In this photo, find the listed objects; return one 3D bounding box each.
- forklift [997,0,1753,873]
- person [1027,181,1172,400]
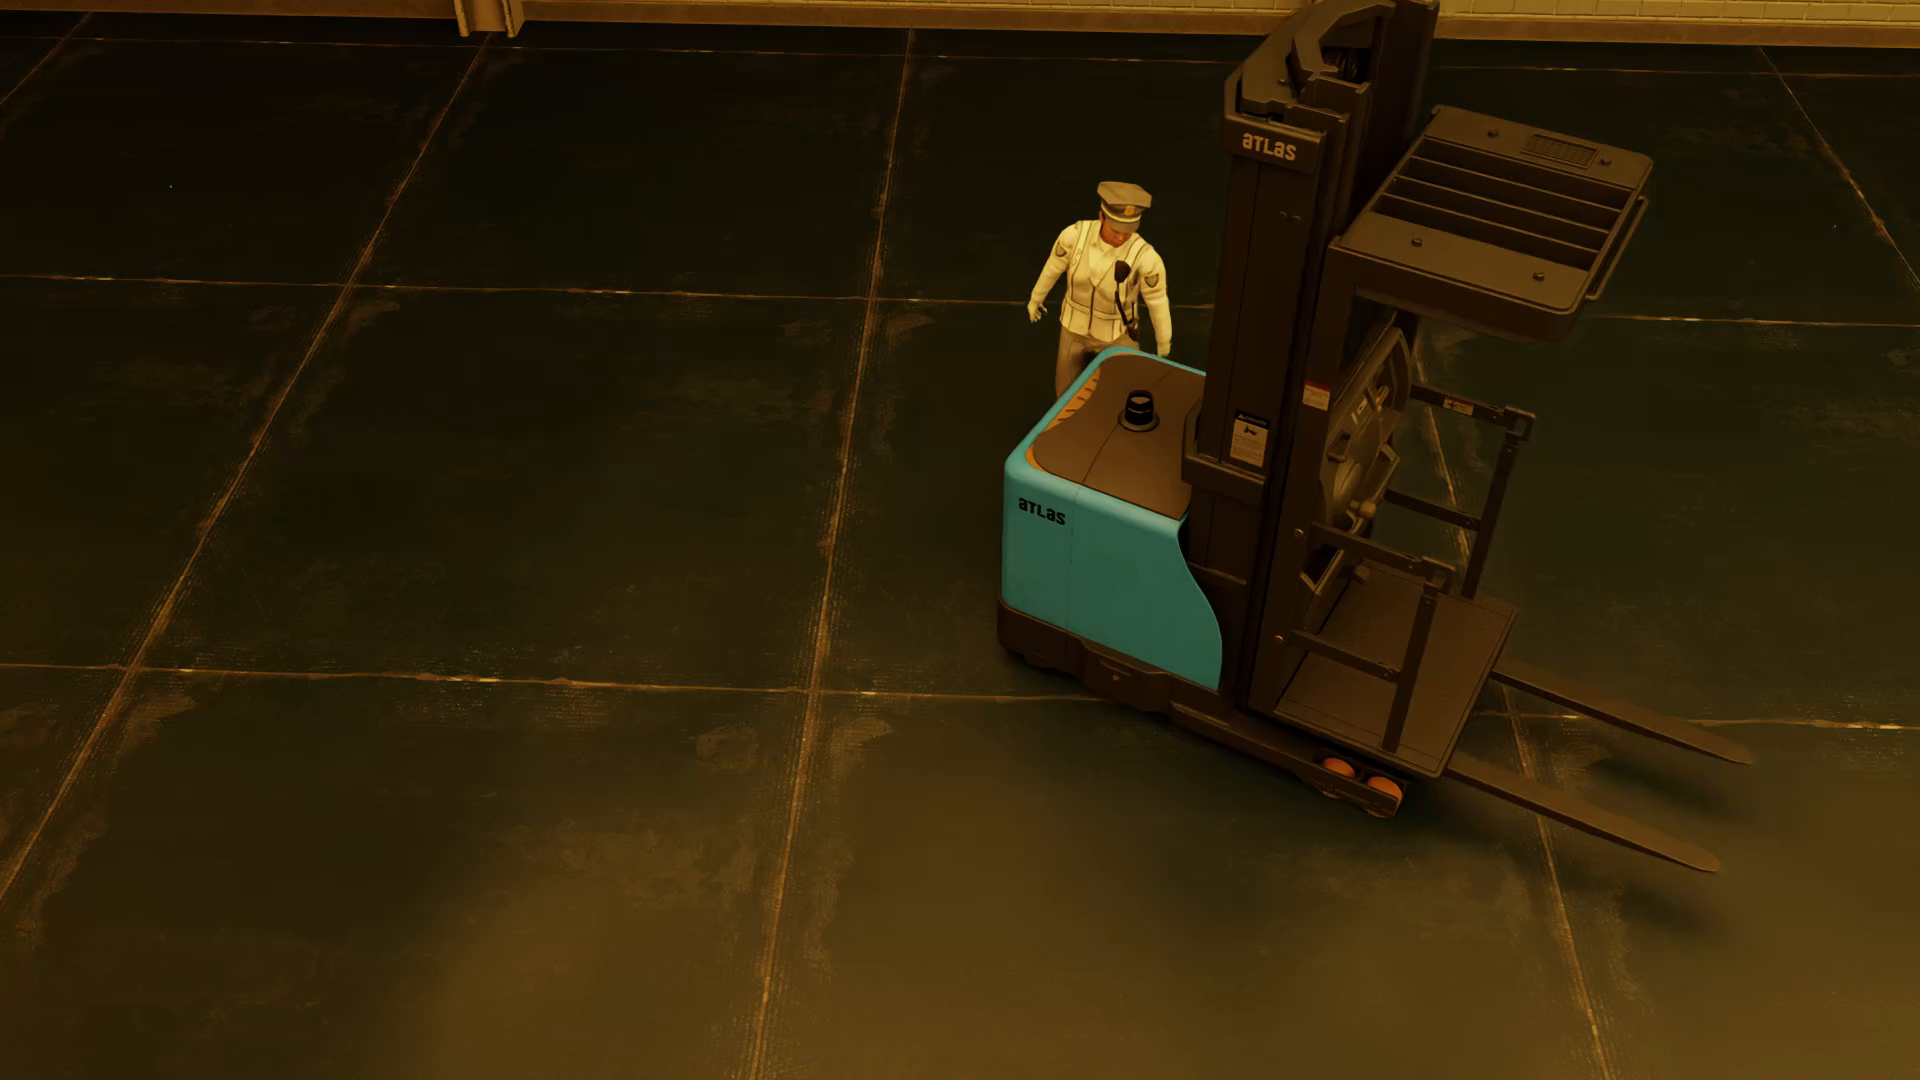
[{"bbox_3d":[1.696,-0.380,6.159,3.031,2.935,1.130,21,47,22],"label":"forklift"},{"bbox_3d":[0.677,-0.984,7.825,0.810,1.644,0.422,18,45,19],"label":"person"}]
